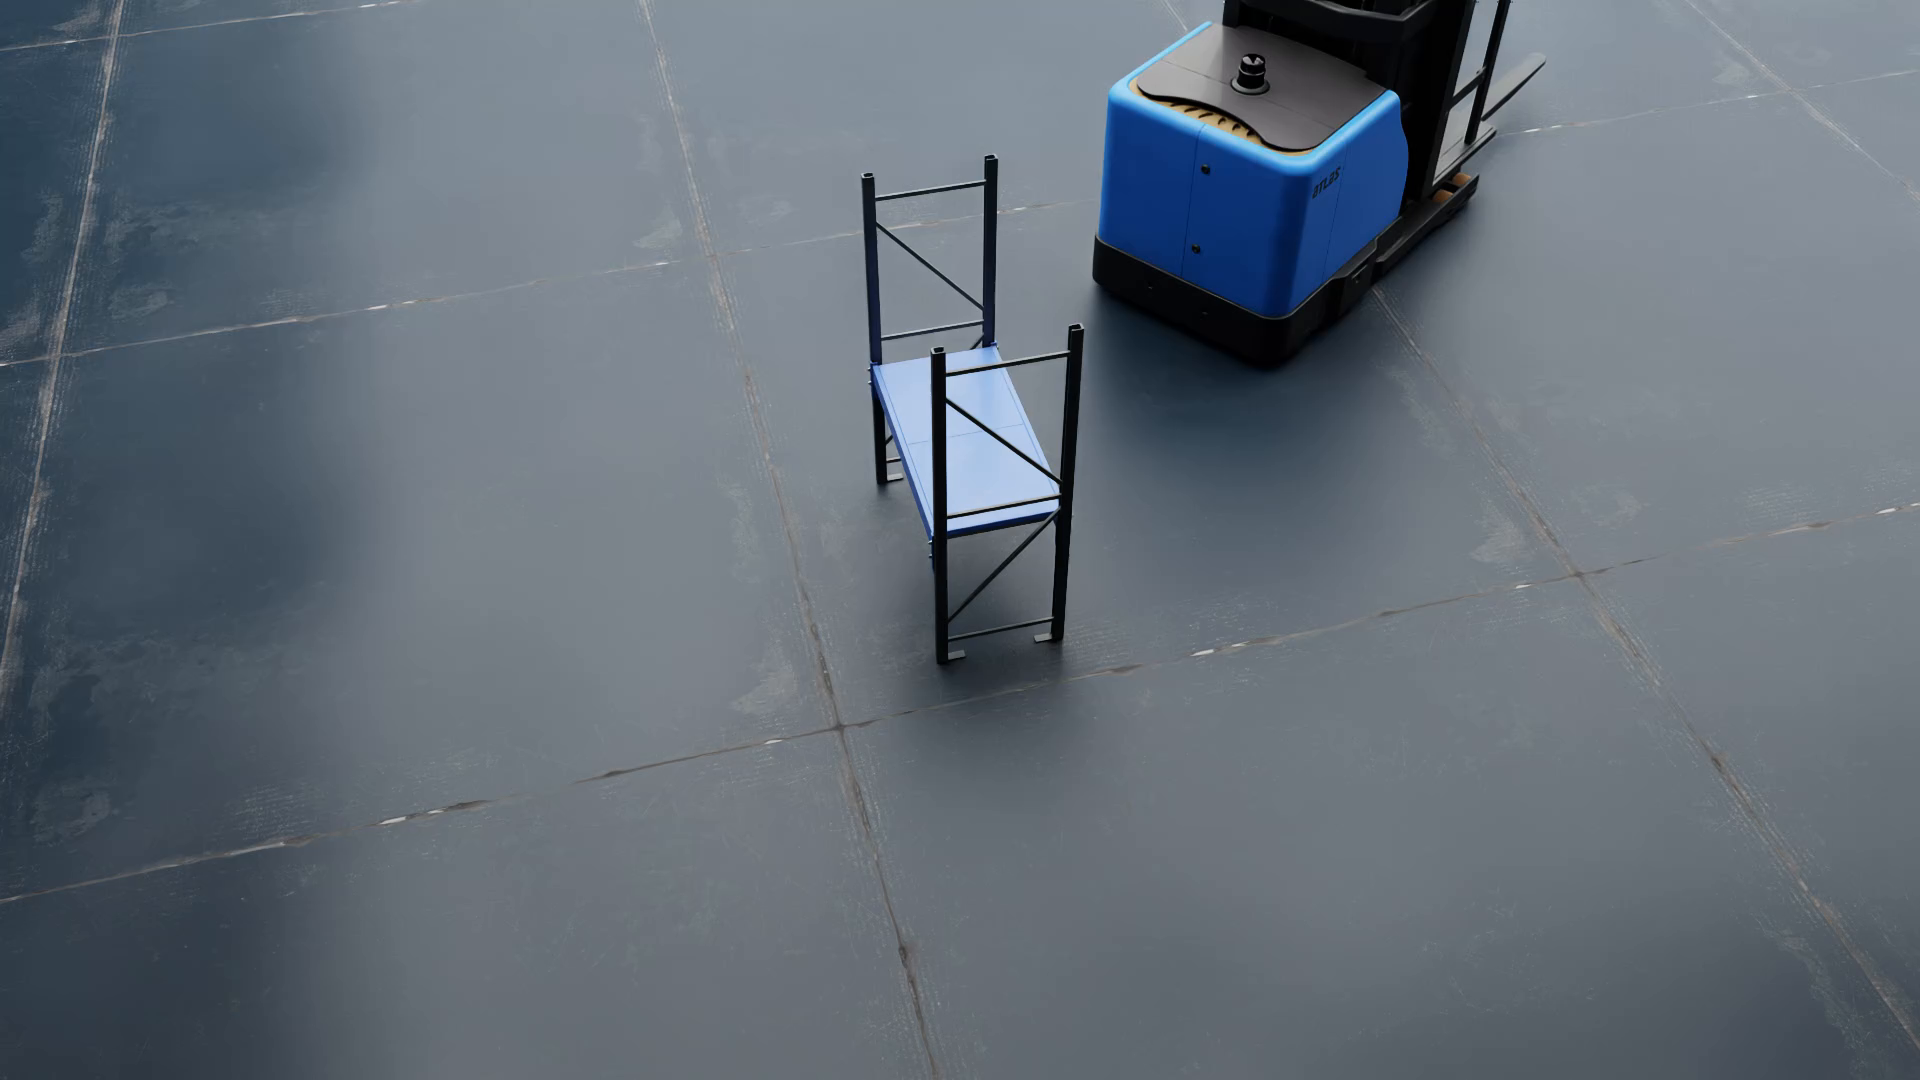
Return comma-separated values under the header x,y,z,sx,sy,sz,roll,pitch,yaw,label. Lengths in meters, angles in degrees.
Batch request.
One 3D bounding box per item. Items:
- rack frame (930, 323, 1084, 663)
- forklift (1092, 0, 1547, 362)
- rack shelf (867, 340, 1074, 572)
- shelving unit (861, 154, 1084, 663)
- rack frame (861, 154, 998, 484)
x,y,z,sx,sy,sz,roll,pitch,yaw,label
0.152,-0.115,5.813,0.500,1.500,0.032,-11,47,-10,rack frame
1.954,-2.811,7.452,1.130,2.935,3.031,31,53,27,forklift
0.022,-0.340,6.285,0.538,0.185,1.000,-11,47,-10,rack shelf
0.022,-0.466,6.157,0.538,1.500,1.048,-11,47,-10,shelving unit
-0.108,-0.817,6.501,0.500,1.500,0.032,-11,47,-10,rack frame
